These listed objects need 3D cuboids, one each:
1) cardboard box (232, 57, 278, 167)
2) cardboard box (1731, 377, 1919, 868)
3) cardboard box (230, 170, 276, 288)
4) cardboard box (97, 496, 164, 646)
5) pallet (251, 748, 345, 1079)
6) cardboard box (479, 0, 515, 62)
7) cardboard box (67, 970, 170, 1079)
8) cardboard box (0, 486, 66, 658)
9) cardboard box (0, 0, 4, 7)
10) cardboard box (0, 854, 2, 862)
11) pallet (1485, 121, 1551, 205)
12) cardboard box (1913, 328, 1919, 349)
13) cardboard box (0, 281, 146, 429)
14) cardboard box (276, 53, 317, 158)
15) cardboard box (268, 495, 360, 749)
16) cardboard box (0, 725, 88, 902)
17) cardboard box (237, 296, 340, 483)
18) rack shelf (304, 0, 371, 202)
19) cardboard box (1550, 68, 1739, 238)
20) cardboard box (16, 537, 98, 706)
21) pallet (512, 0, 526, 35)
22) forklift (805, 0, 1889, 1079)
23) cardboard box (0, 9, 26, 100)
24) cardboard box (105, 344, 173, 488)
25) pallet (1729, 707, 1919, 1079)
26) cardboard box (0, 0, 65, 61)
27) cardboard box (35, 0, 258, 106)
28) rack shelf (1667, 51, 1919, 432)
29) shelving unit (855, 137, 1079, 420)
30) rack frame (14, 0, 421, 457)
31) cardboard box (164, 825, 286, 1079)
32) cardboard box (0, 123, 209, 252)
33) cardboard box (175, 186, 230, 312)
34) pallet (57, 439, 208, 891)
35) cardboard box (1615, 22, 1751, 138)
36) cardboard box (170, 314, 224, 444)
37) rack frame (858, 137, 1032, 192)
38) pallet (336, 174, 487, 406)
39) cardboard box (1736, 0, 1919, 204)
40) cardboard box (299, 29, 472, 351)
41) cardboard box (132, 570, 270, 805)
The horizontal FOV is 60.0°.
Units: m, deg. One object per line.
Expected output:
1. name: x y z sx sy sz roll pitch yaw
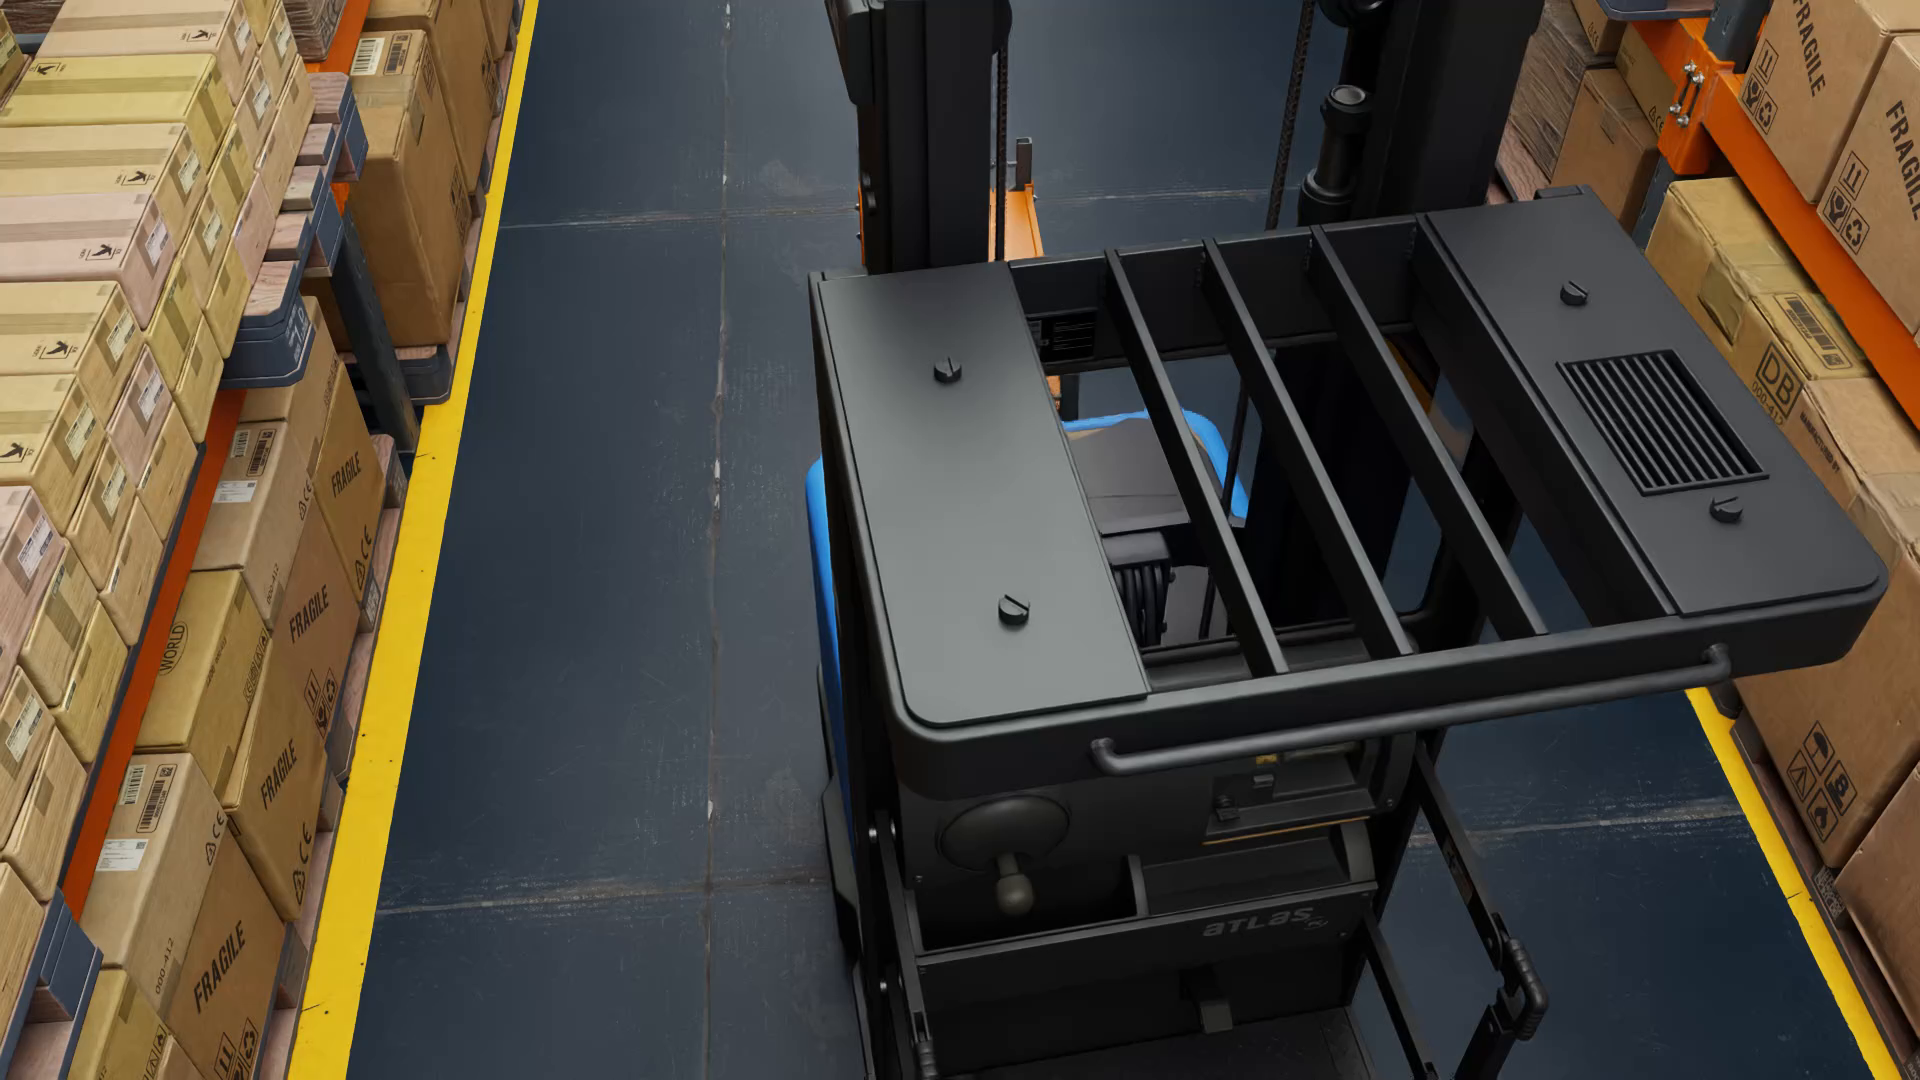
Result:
1. cardboard box: -1.789 -0.964 3.776 0.380 0.149 0.250 -2 47 -2
2. cardboard box: 2.747 0.178 4.190 1.225 0.875 0.875 -3 47 -3
3. cardboard box: -1.768 -0.689 3.721 0.380 0.149 0.250 -3 47 -3
4. cardboard box: -1.681 0.070 3.001 0.380 0.149 0.250 -5 47 -5
5. pallet: -2.145 1.079 4.083 1.003 0.211 1.213 -3 47 -3
6. cardboard box: -2.425 -2.449 6.764 1.050 0.750 0.750 -3 47 -3
7. cardboard box: -1.819 1.089 3.068 0.500 0.250 0.500 -2 47 -2
8. cardboard box: -1.657 0.057 2.604 0.380 0.149 0.250 -2 47 -2
9. cardboard box: -2.462 -1.239 3.832 0.380 0.149 0.250 -3 47 -3
10. cardboard box: -1.616 0.532 2.359 0.380 0.149 0.250 -5 47 -5
11. pallet: 2.579 -1.161 6.204 1.003 0.211 1.213 -3 47 -3
12. cardboard box: 2.504 -0.477 3.567 0.500 0.500 0.500 -4 47 -4
13. cardboard box: -1.704 -0.326 2.967 0.380 0.149 0.250 -1 47 -1
14. cardboard box: -1.809 -1.055 4.067 0.380 0.149 0.250 -3 47 -3
15. cardboard box: -1.953 0.225 4.403 0.500 0.500 0.500 -2 47 -2
16. cardboard box: -1.636 0.450 2.642 0.380 0.149 0.250 -5 47 -5
17. cardboard box: -1.990 -0.390 4.469 0.500 0.250 0.500 -4 47 -4
18. rack shelf: -2.476 -2.526 6.072 1.077 0.370 4.000 -3 47 -3
19. cardboard box: 2.567 -1.330 5.862 0.700 0.500 0.500 -6 47 -5
20. cardboard box: -1.663 0.146 2.725 0.380 0.149 0.250 -4 47 -4
21. pallet: -2.504 -2.708 7.669 1.003 0.211 1.213 -3 47 -3
22. forklift: 0.391 0.506 2.752 1.130 2.935 3.031 -8 47 -7
23. cardboard box: -2.468 -1.125 3.928 0.380 0.149 0.250 -2 47 -2
24. cardboard box: -1.703 -0.224 3.075 0.380 0.149 0.250 -2 47 -2
25. pallet: 2.733 0.860 4.290 1.003 0.211 1.213 -3 47 -3
26. cardboard box: -2.614 -1.670 4.697 0.500 0.500 0.500 -3 47 -3
27. cardboard box: -1.792 -1.080 3.681 0.380 0.149 0.250 -4 47 -4
28. rack shelf: 2.810 0.140 3.547 1.077 0.370 4.000 -3 47 -3
29. shelving unit: 0.001 -0.382 4.837 0.538 1.125 1.048 -3 47 -3
30. rack frame: -2.308 -1.326 4.440 1.000 3.000 0.127 -3 47 -3
31. cardboard box: -1.874 0.971 3.696 0.500 0.500 0.500 -3 47 -3
32. cardboard box: -1.744 -0.698 3.319 0.380 0.149 0.250 -2 47 -2
33. cardboard box: -1.744 -0.592 3.424 0.380 0.149 0.250 -3 47 -3
34. pallet: -2.102 0.170 3.156 1.003 0.211 1.213 -3 47 -3
35. cardboard box: 2.557 -1.587 5.589 0.500 0.250 0.500 -2 47 -2
36. cardboard box: -1.727 -0.314 3.365 0.380 0.149 0.250 -5 47 -5
37. rack frame: -0.042 -0.750 5.185 0.500 1.125 0.032 -3 47 -3
38. pallet: -2.299 -0.942 5.997 1.003 0.211 1.213 -3 47 -3
39. cardboard box: 2.412 -1.221 4.271 0.500 0.500 0.500 -2 47 -2
40. cardboard box: -2.270 -1.143 5.527 1.050 0.750 0.750 -4 47 -4
41. cardboard box: -1.910 0.343 3.775 0.500 0.250 0.500 -2 47 -2
